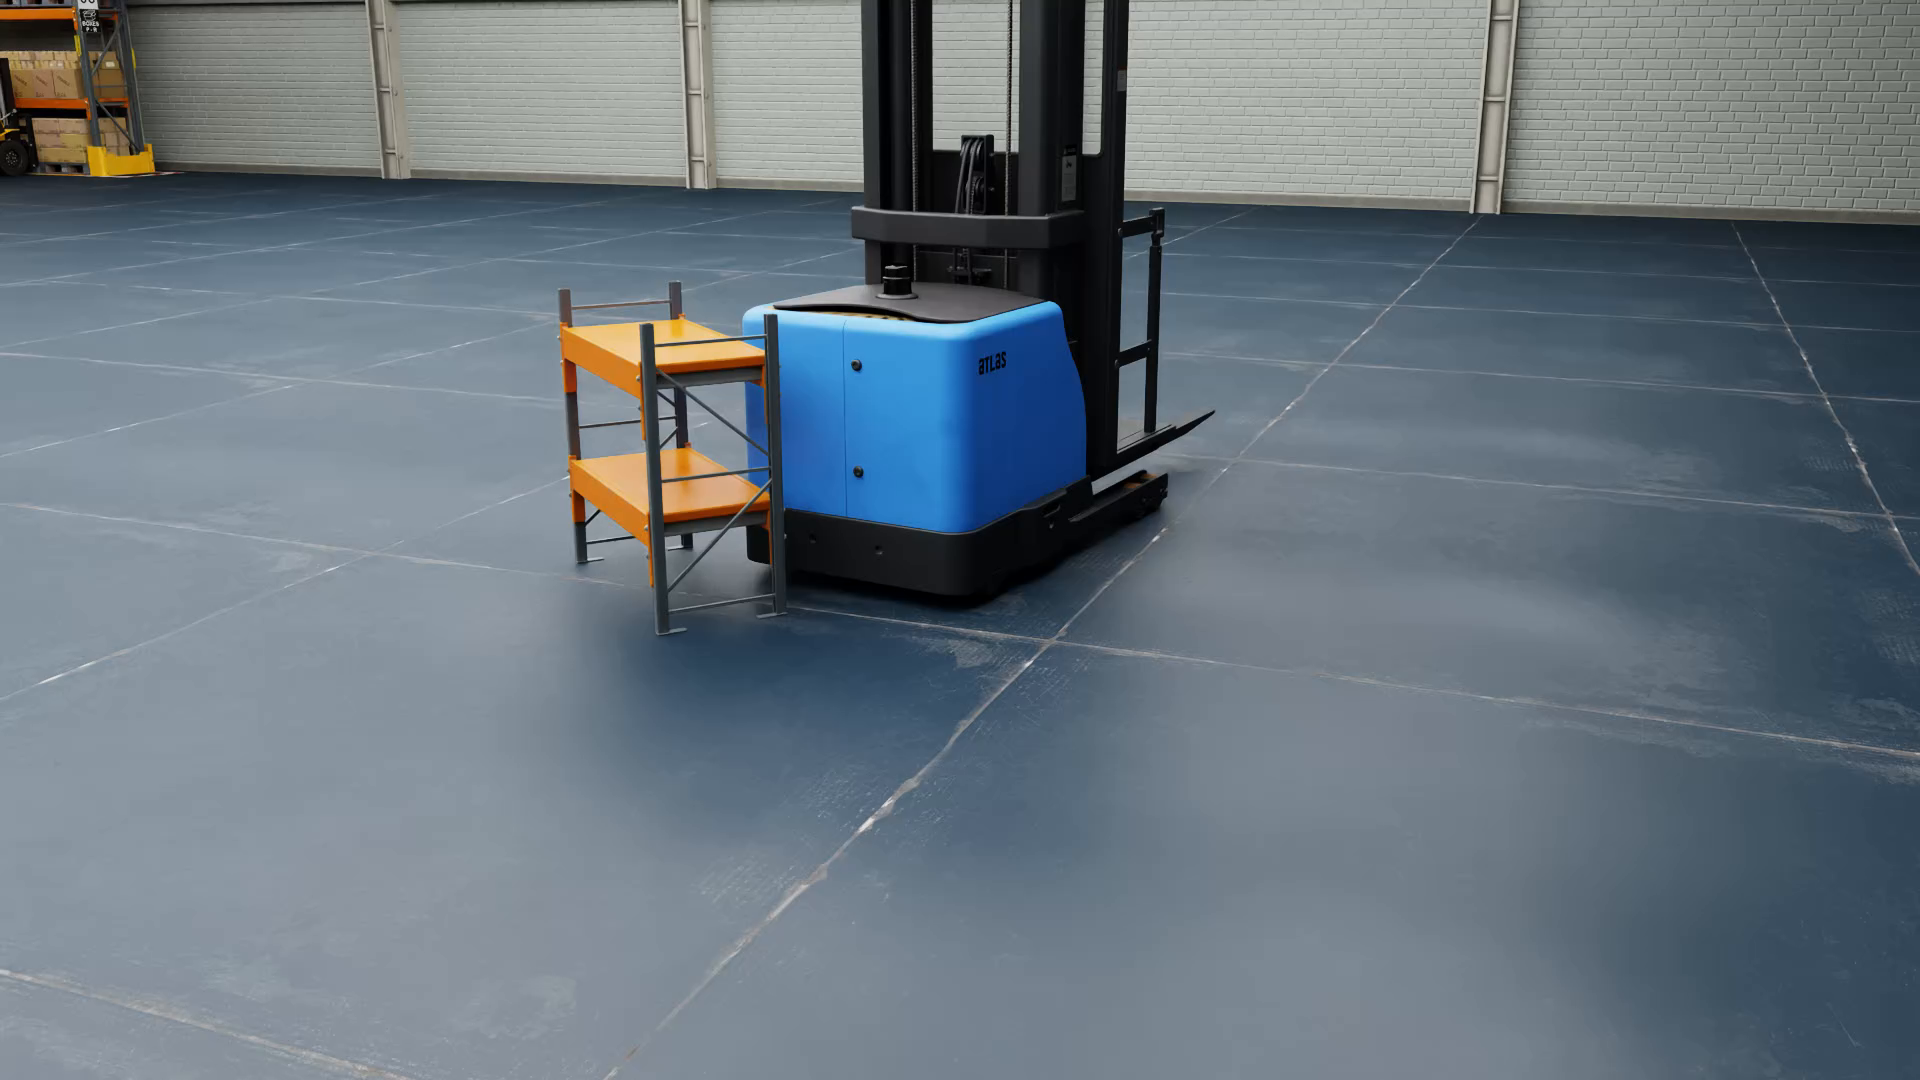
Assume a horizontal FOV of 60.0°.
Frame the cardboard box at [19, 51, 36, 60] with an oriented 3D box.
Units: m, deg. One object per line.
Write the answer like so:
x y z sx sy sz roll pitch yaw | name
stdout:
-16.354 -8.545 29.350 0.250 0.149 0.380 7 18 22 | cardboard box

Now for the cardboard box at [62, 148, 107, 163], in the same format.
-15.515 -6.828 29.492 0.500 0.250 0.500 6 17 21 | cardboard box

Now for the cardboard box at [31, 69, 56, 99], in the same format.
-15.995 -8.067 29.400 0.500 0.500 0.500 7 18 22 | cardboard box

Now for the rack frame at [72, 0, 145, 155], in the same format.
-14.962 -7.981 29.284 0.127 3.000 1.000 6 17 21 | rack frame

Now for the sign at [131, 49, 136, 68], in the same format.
-14.752 -8.578 29.646 0.005 0.325 0.100 6 17 21 | sign

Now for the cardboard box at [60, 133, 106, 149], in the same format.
-15.529 -7.071 29.432 0.500 0.250 0.500 6 17 20 | cardboard box

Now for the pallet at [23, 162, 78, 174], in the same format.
-16.819 -6.834 30.336 1.213 0.211 1.003 6 17 21 | pallet

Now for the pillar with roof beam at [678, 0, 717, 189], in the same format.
-5.695 -8.823 21.424 0.400 9.000 9.100 6 17 21 | pillar with roof beam

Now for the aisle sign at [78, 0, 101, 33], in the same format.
-15.008 -9.146 28.636 0.004 0.787 0.394 6 17 21 | aisle sign

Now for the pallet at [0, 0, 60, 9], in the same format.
-16.749 -9.582 29.579 1.213 0.211 1.003 6 17 21 | pallet

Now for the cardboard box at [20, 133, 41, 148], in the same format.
-16.480 -7.172 29.781 0.500 0.250 0.500 6 17 19 | cardboard box

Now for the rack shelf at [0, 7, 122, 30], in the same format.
-16.822 -9.280 29.671 4.000 0.370 1.077 6 17 21 | rack shelf

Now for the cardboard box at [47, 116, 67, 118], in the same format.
-16.267 -7.545 30.167 0.500 0.250 0.500 6 17 20 | cardboard box

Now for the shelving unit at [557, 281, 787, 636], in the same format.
-1.117 -0.355 6.380 0.538 1.125 1.048 -9 18 -27 | shelving unit

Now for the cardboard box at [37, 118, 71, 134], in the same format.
-15.982 -7.359 29.528 0.500 0.250 0.500 7 17 22 | cardboard box

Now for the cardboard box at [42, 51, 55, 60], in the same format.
-15.866 -8.502 29.204 0.250 0.149 0.380 7 17 22 | cardboard box

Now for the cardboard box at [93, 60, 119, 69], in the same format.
-15.182 -8.442 29.531 0.250 0.149 0.380 6 17 19 | cardboard box

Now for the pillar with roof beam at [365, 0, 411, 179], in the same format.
-11.277 -9.437 23.538 0.400 9.000 9.100 6 17 21 | pillar with roof beam

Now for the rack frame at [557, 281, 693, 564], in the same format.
-1.360 -0.480 6.809 0.500 1.125 0.032 -9 18 -27 | rack frame

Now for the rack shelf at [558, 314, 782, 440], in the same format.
-1.117 -0.636 6.299 0.538 0.278 1.000 -9 18 -27 | rack shelf

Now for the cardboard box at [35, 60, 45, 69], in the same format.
-16.081 -8.392 29.359 0.250 0.149 0.380 6 17 20 | cardboard box

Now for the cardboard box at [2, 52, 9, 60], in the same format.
-16.801 -8.621 29.612 0.250 0.149 0.380 7 17 21 | cardboard box

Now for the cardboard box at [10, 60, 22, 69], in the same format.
-16.589 -8.428 29.482 0.250 0.149 0.380 6 17 21 | cardboard box

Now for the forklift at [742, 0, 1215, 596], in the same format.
0.306 -1.559 7.286 1.130 2.935 3.031 9 18 28 | forklift

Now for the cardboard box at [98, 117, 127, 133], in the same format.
-15.339 -7.440 29.808 0.500 0.250 0.500 6 17 20 | cardboard box

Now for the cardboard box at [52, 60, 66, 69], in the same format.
-15.636 -8.322 29.115 0.250 0.149 0.380 7 17 22 | cardboard box

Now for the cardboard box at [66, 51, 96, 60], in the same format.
-15.372 -8.465 29.076 0.250 0.149 0.380 6 17 21 | cardboard box

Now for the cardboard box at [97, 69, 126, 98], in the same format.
-15.321 -8.152 29.693 0.500 0.500 0.500 7 18 22 | cardboard box

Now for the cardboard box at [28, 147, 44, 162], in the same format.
-16.436 -6.935 29.860 0.500 0.250 0.500 6 17 21 | cardboard box
